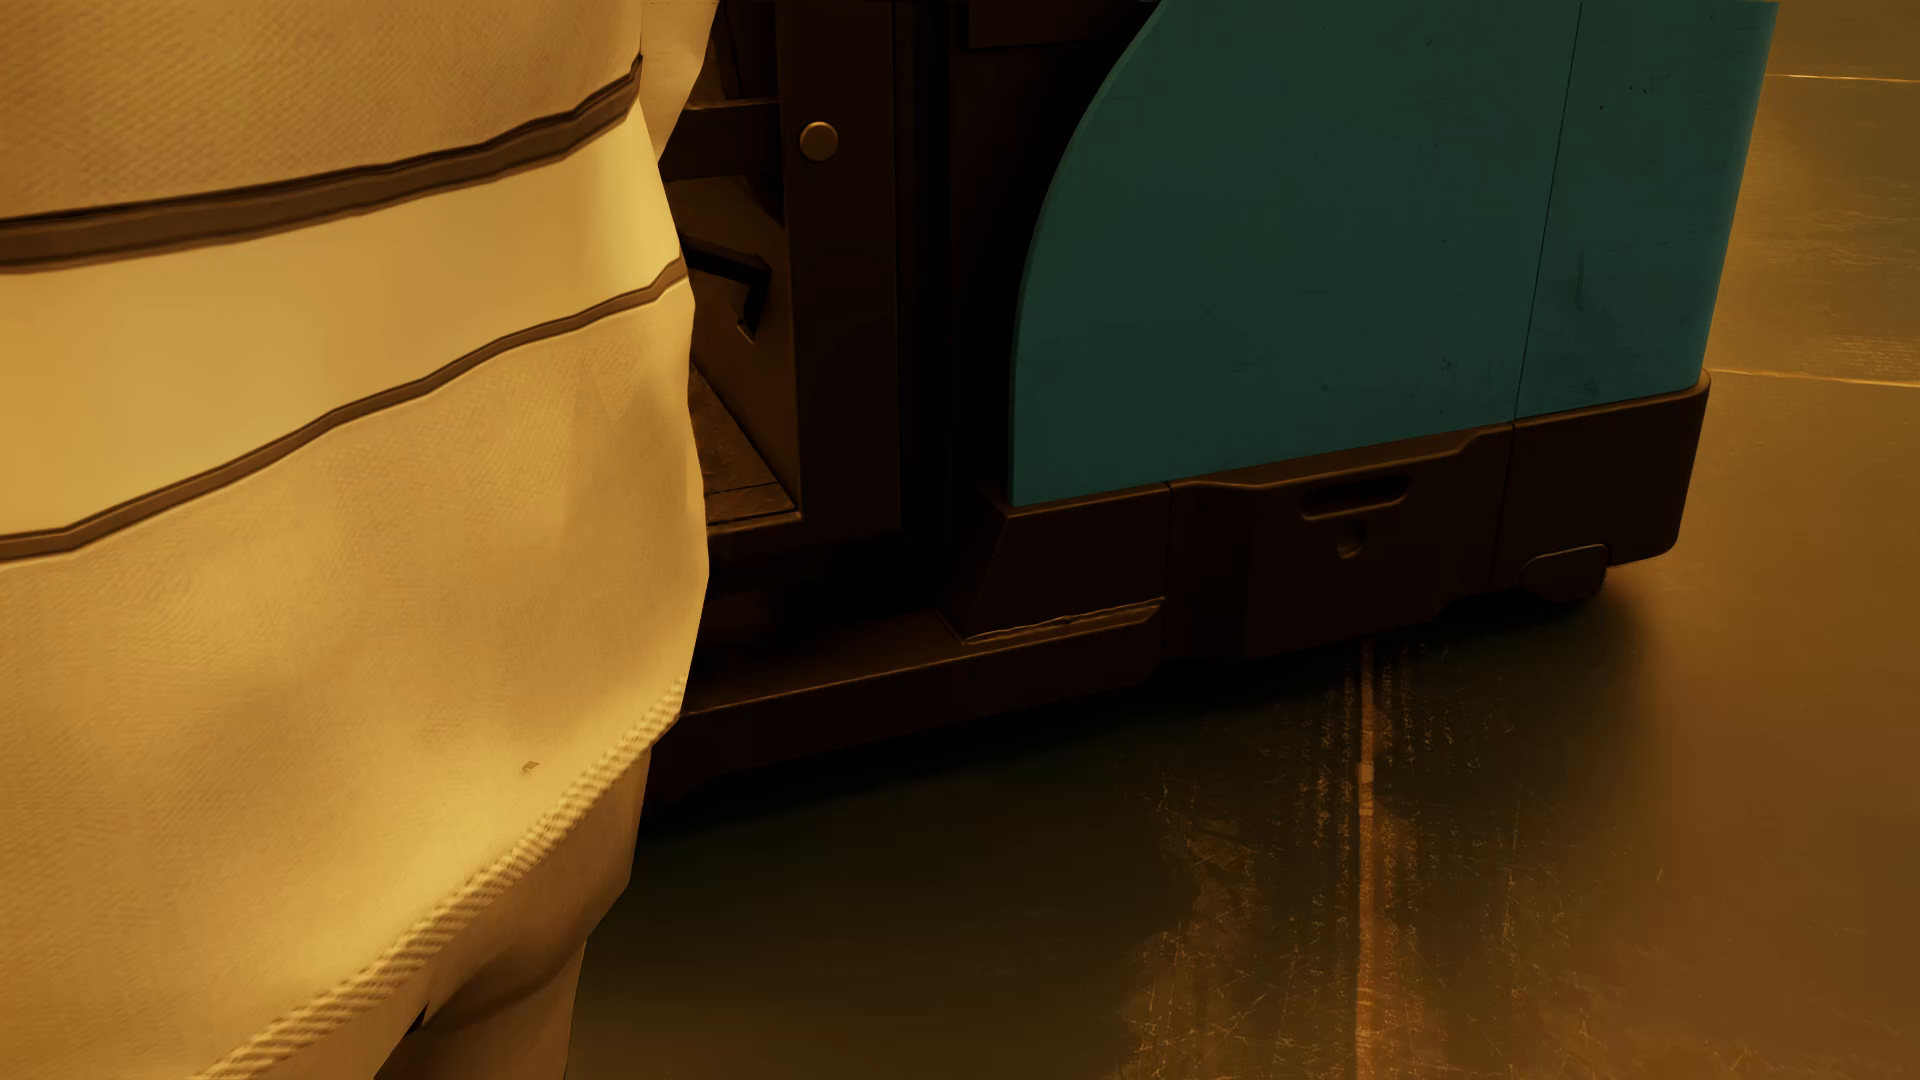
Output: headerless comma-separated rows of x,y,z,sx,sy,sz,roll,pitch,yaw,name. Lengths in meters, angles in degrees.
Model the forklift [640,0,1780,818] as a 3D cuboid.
-0.551,-1.204,1.633,3.031,2.935,1.130,-10,29,-19,forklift
